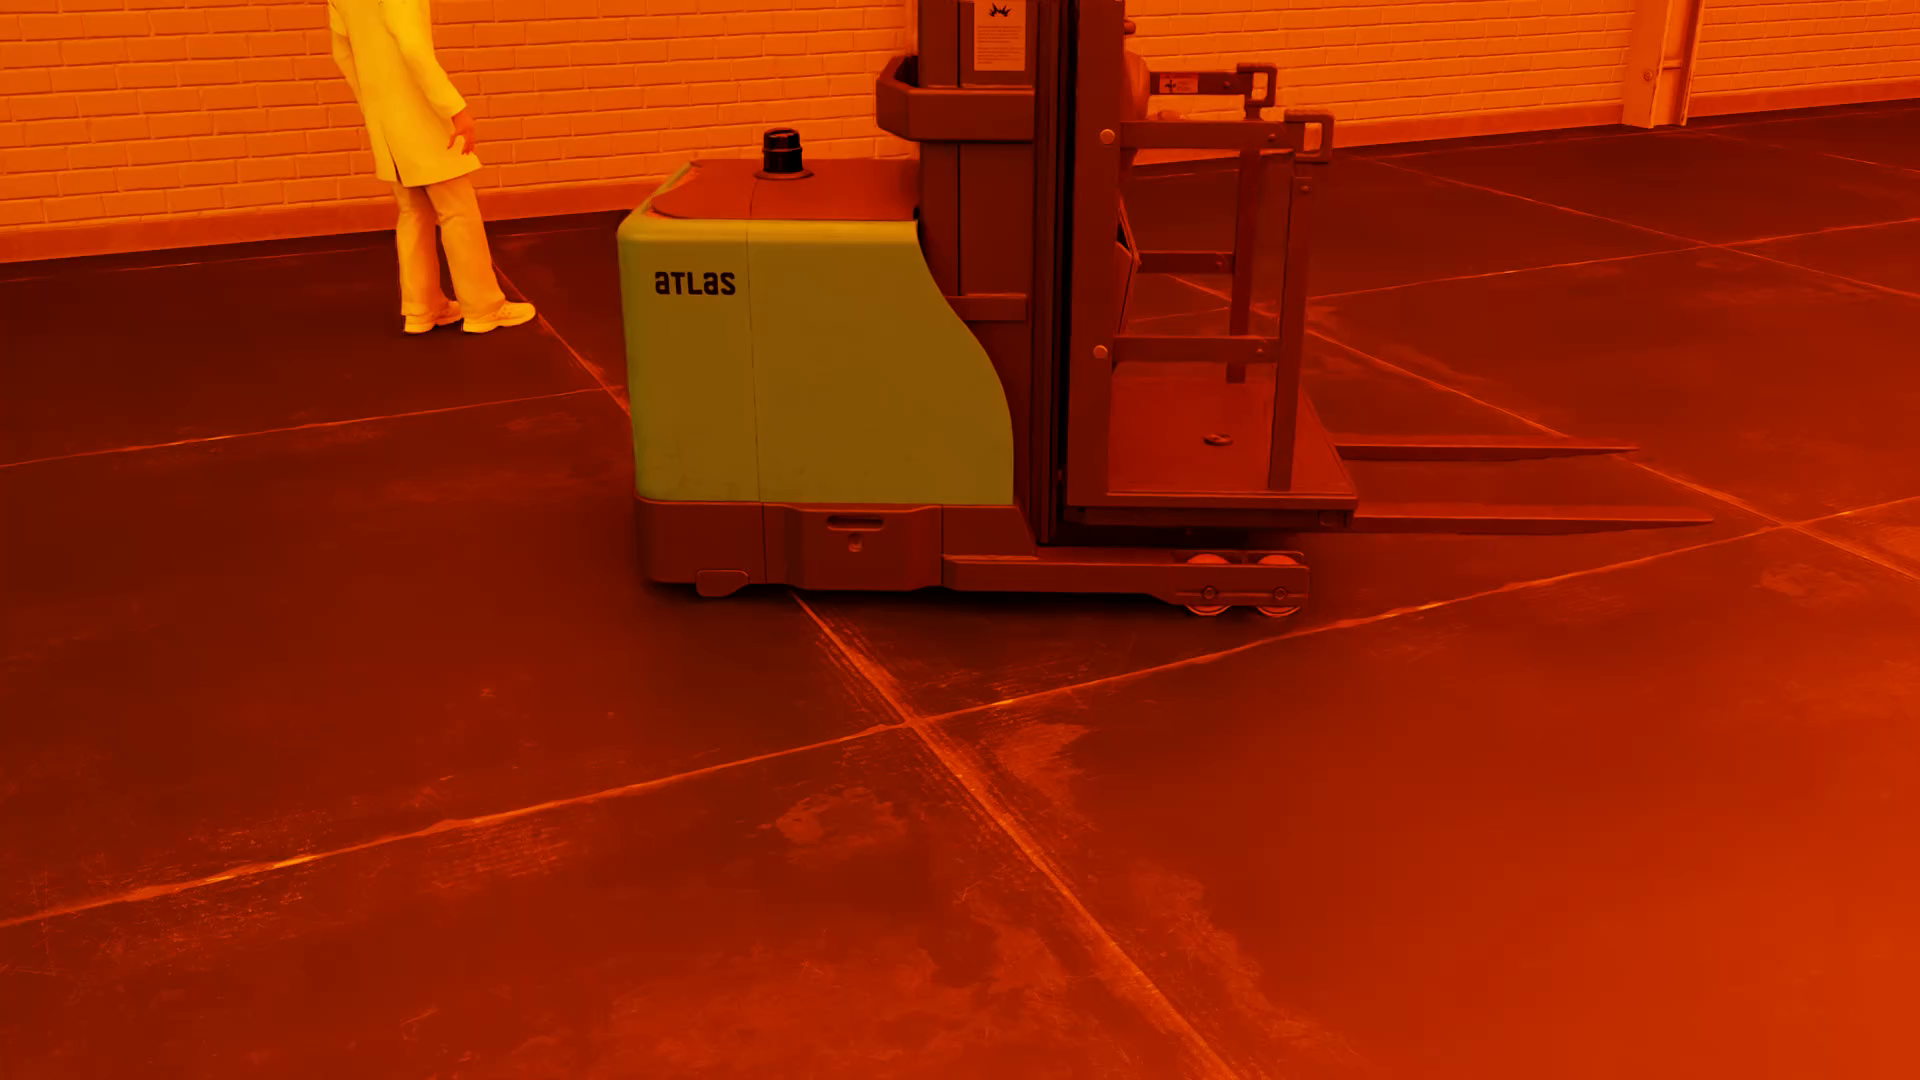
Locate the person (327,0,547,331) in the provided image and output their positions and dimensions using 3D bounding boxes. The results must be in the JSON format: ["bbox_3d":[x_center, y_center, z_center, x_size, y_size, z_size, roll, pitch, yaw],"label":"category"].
[{"bbox_3d":[-2.254,-1.793,7.089,0.698,1.777,0.582,16,27,34],"label":"person"}]

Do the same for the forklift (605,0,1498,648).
[{"bbox_3d":[0.497,-1.499,4.894,3.031,2.935,1.130,-15,27,-32],"label":"forklift"}]
